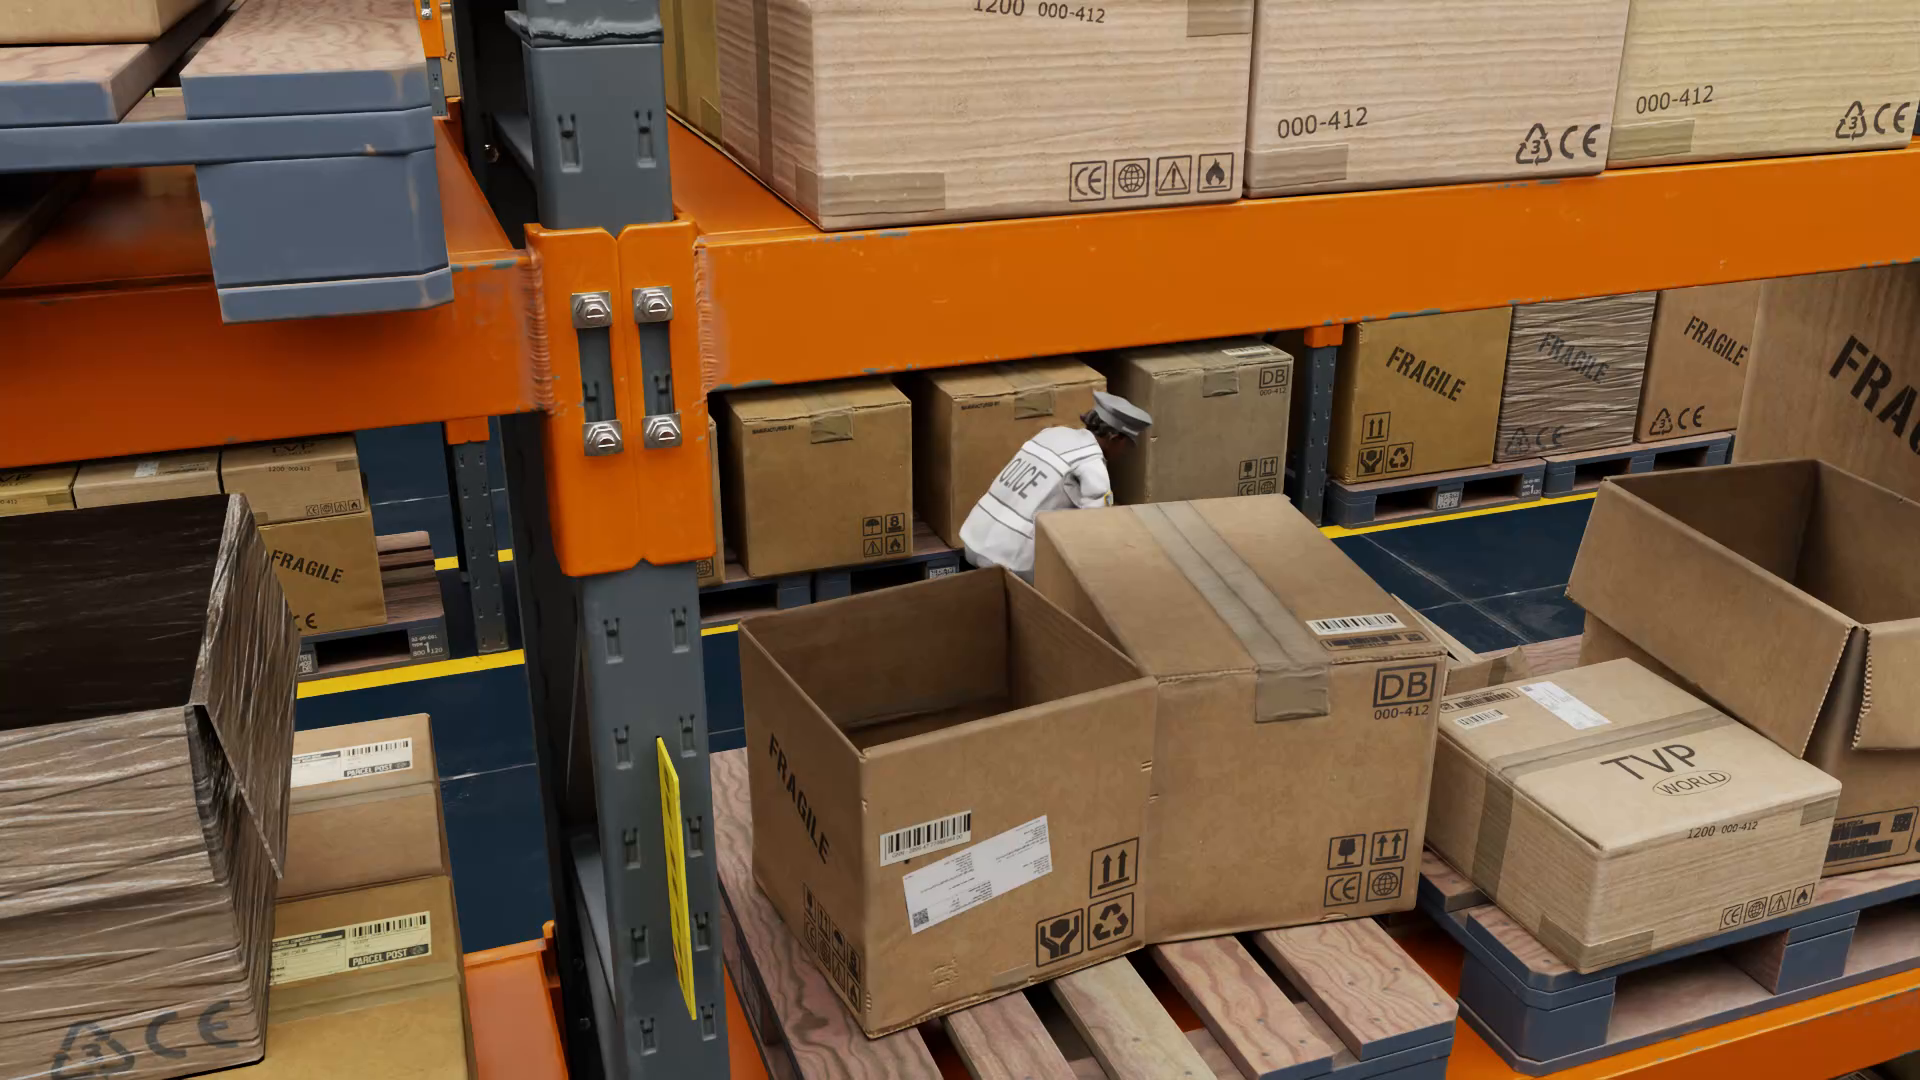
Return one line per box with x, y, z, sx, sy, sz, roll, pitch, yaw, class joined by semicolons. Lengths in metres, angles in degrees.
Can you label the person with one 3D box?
0.377;0.033;6.596;0.787;1.222;0.502;-8;24;-19;person
